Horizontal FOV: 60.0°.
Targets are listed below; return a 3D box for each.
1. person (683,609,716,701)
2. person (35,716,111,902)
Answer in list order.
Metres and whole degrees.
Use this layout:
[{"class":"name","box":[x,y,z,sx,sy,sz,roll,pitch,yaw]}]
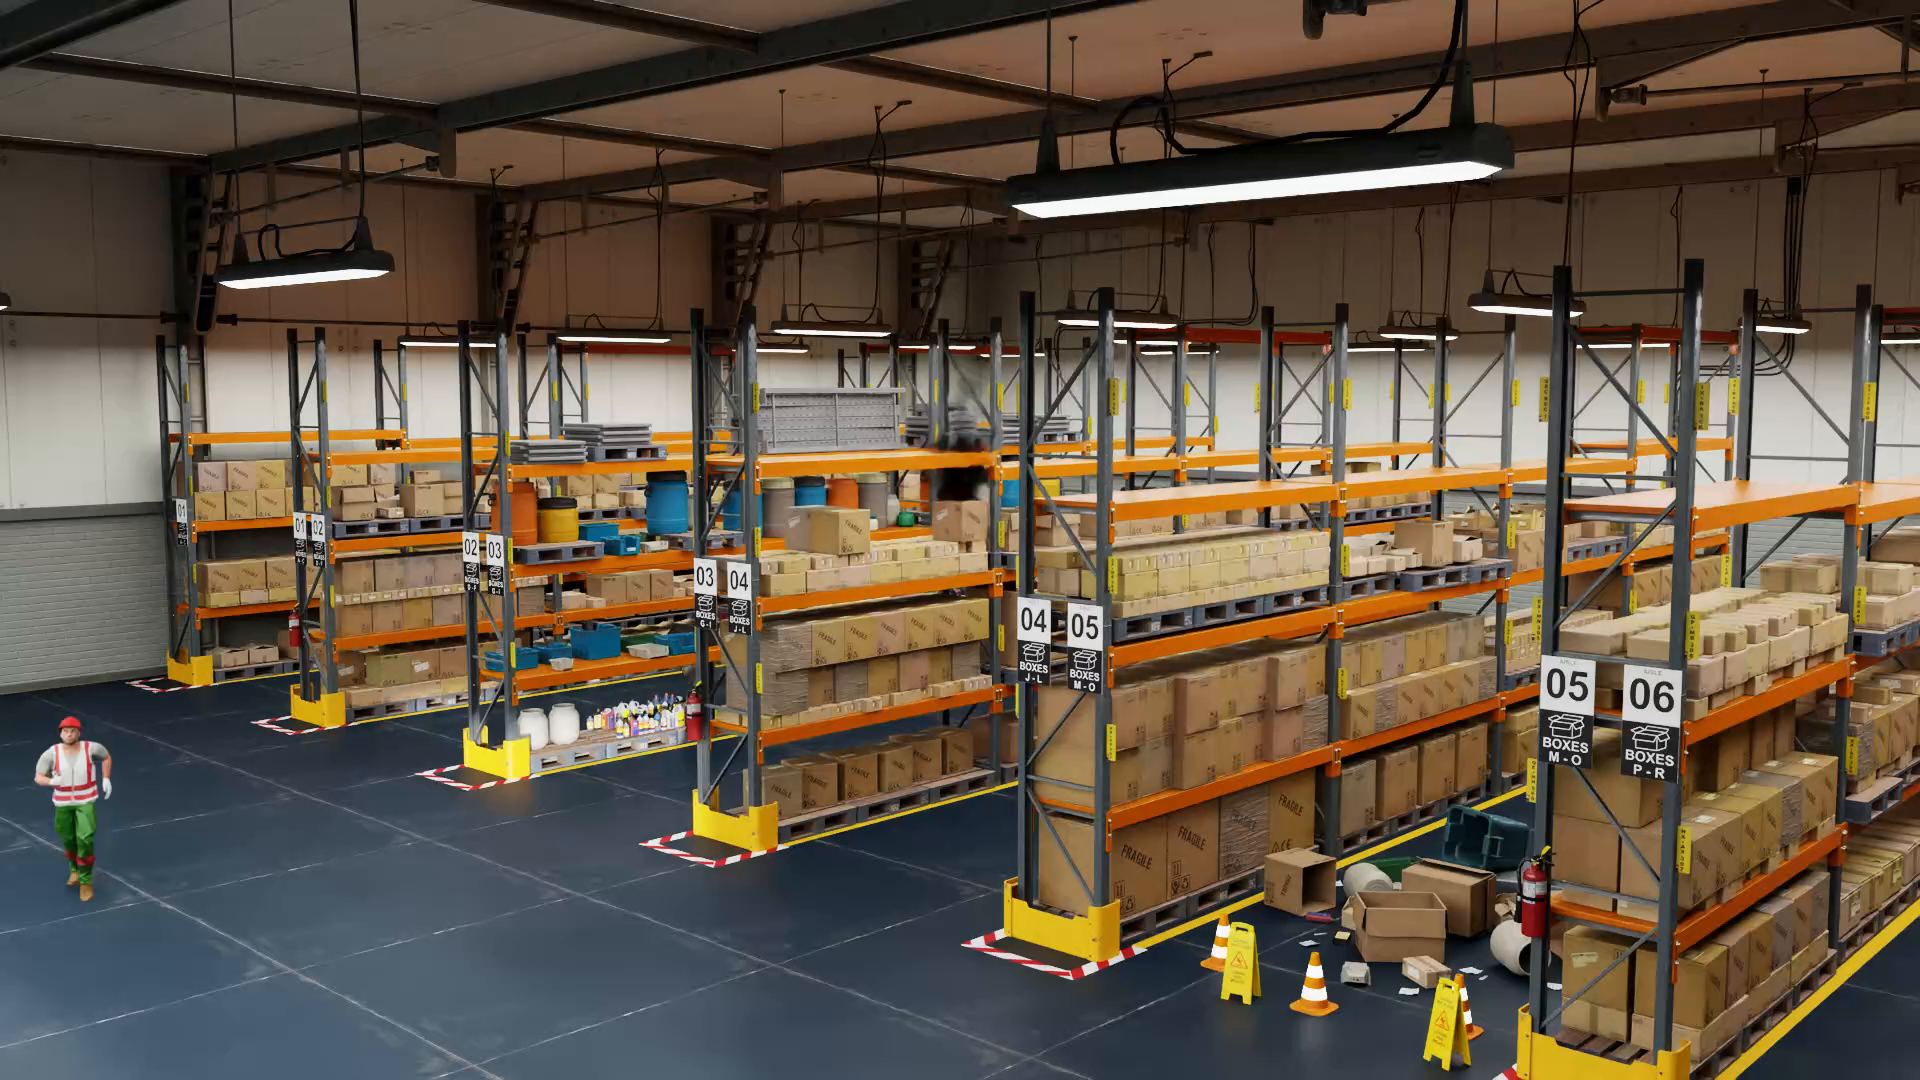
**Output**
[{"class":"person","box":[-4.139,1.828,26.584,0.536,1.665,0.628,-5,7,-42]},{"class":"person","box":[-8.952,2.695,16.801,0.649,1.860,0.819,-2,6,-20]}]
